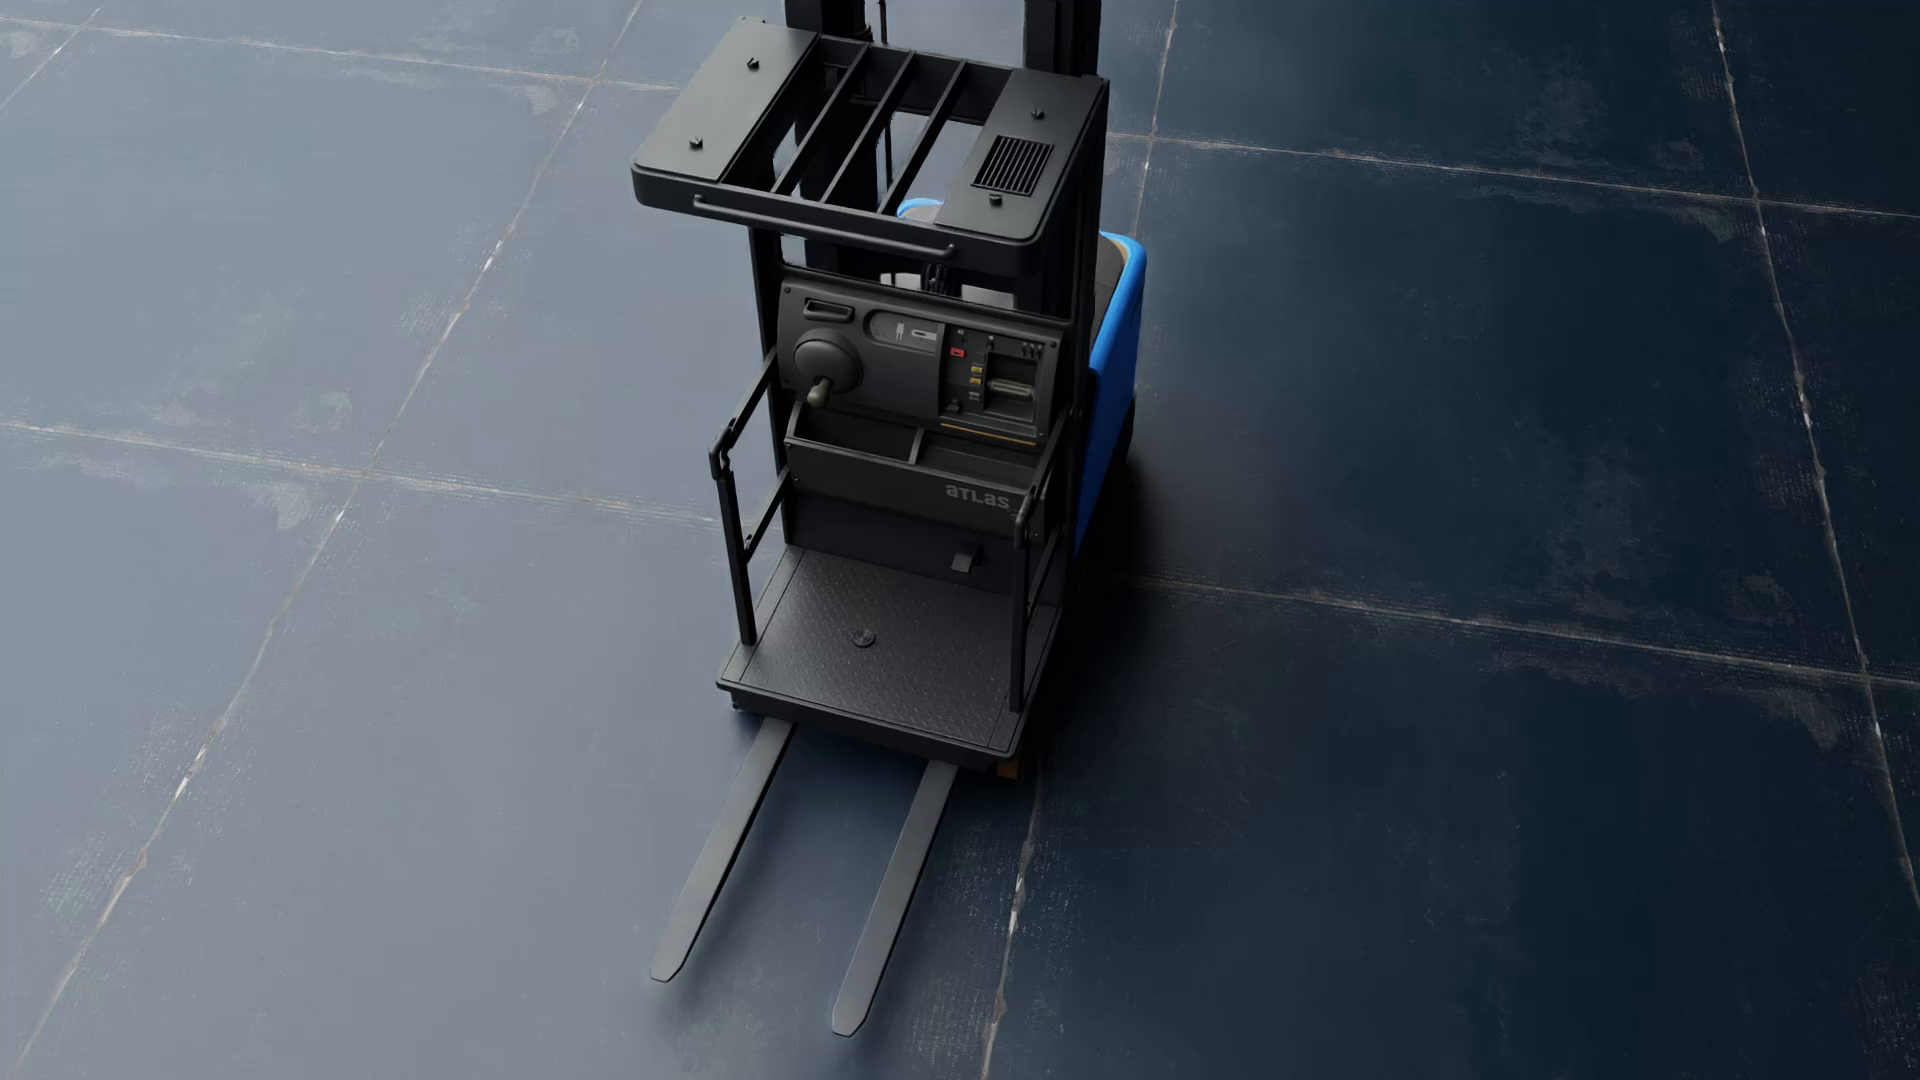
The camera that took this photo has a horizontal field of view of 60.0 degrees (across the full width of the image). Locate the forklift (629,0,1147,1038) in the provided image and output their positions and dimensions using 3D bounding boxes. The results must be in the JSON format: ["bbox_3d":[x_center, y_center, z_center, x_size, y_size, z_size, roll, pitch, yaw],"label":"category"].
[{"bbox_3d":[-0.201,-0.465,5.169,1.130,2.935,3.031,13,49,11],"label":"forklift"}]
